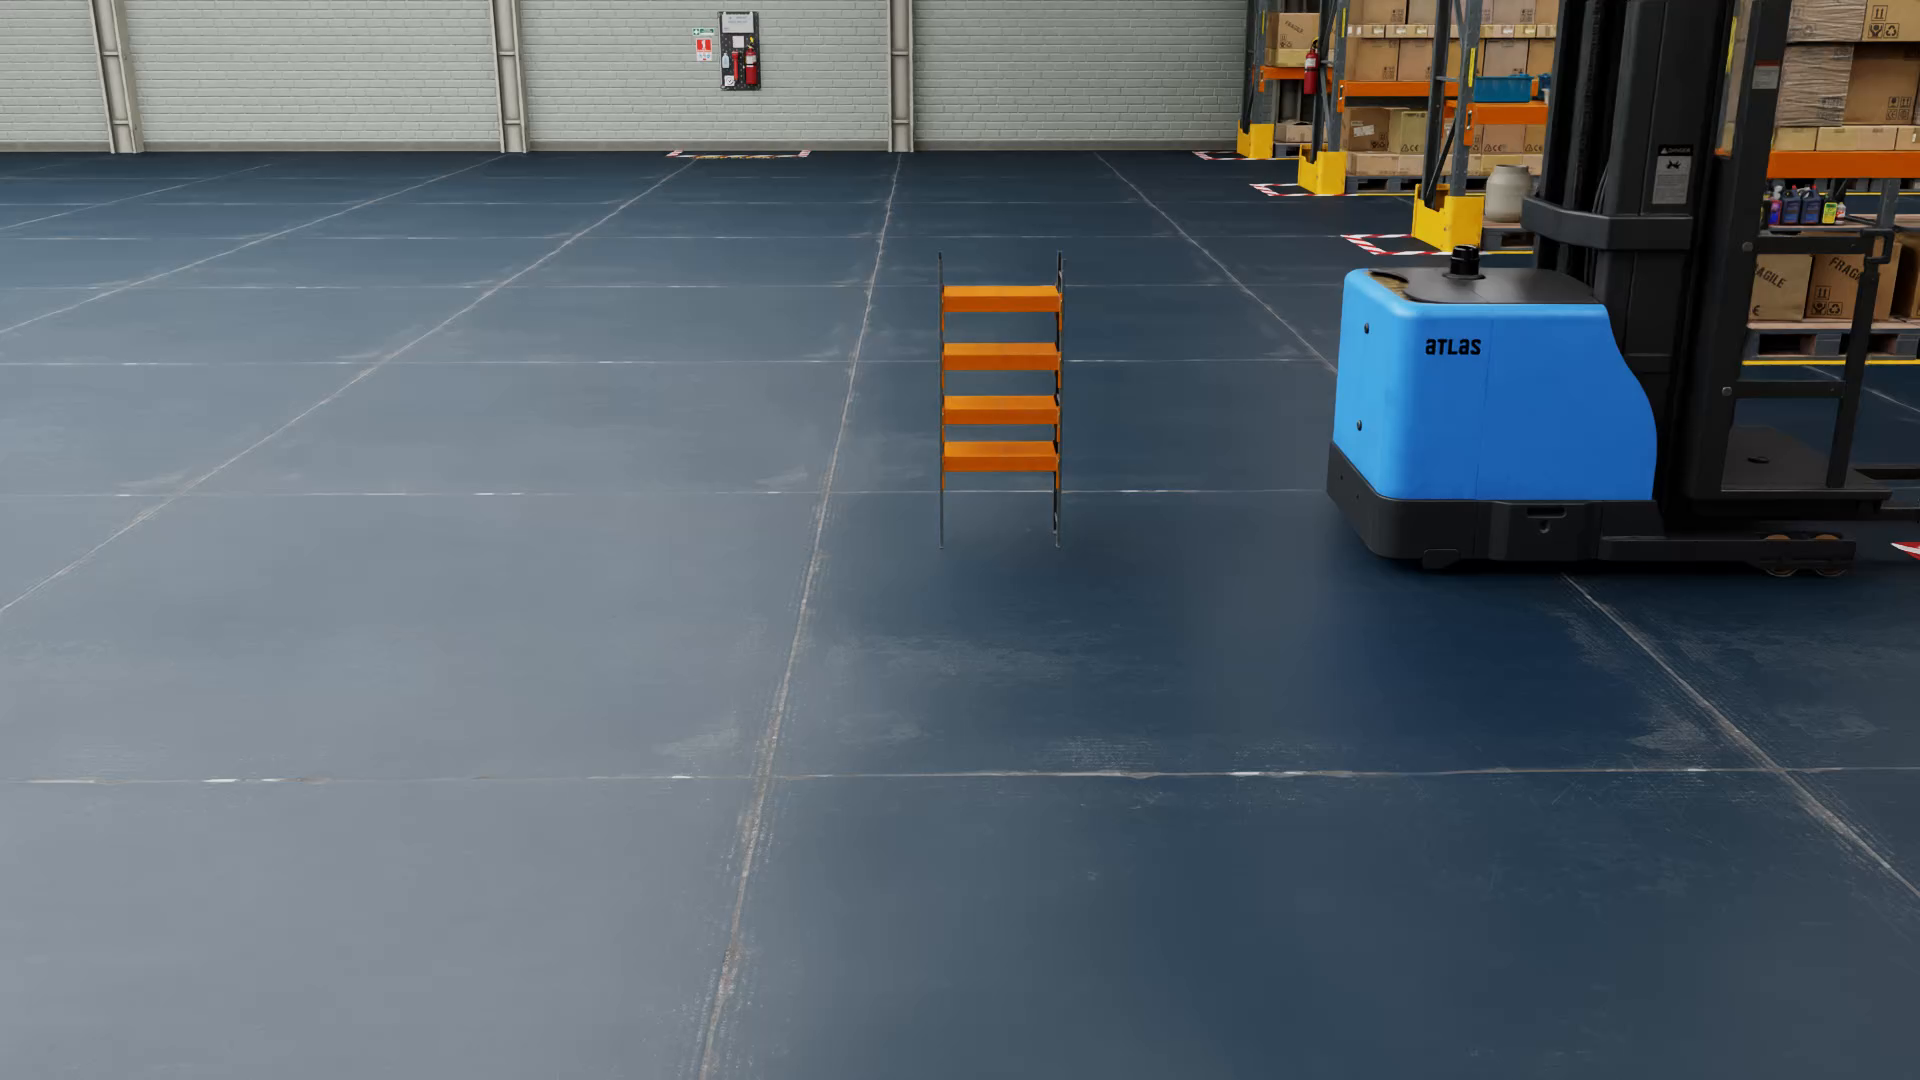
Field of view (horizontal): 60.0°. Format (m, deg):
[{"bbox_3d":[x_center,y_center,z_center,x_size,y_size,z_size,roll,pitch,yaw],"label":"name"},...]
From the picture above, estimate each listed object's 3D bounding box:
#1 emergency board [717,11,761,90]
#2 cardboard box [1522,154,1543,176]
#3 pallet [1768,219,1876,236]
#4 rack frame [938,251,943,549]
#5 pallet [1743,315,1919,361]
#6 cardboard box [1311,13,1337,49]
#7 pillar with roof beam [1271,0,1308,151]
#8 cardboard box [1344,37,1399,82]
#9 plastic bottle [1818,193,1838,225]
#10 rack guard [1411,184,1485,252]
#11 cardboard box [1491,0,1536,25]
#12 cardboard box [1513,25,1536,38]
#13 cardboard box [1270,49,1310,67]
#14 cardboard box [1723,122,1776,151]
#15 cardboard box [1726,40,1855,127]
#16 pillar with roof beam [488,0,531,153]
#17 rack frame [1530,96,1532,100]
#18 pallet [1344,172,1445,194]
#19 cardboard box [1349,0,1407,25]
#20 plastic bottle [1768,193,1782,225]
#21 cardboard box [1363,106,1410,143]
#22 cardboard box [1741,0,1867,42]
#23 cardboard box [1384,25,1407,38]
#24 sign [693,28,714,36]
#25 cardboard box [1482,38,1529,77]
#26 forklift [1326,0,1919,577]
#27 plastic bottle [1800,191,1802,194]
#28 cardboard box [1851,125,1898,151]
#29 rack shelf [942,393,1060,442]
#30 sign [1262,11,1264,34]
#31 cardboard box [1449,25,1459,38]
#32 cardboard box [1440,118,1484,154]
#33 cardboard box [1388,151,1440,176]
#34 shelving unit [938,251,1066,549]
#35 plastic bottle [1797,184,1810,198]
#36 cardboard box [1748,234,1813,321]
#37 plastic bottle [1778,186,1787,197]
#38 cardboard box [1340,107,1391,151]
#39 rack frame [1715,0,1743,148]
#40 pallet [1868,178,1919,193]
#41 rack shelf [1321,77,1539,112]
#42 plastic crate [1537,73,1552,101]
[{"bbox_3d":[-3.390,-7.509,25.546,0.643,1.169,0.194,0,18,-1],"label":"emergency board"},{"bbox_3d":[7.016,-4.593,20.268,0.500,0.250,0.500,0,18,-1],"label":"cardboard box"},{"bbox_3d":[7.878,-2.946,15.886,1.213,0.211,1.003,0,18,-1],"label":"pallet"},{"bbox_3d":[-0.078,-0.571,6.863,0.015,1.200,0.240,0,18,-1],"label":"rack frame"},{"bbox_3d":[5.518,-1.398,11.061,1.213,0.211,1.003,0,18,-1],"label":"pallet"},{"bbox_3d":[5.371,-7.476,24.427,0.500,0.500,0.500,0,18,-1],"label":"cardboard box"},{"bbox_3d":[5.148,-9.080,20.622,0.400,9.000,9.100,0,18,-1],"label":"pillar with roof beam"},{"bbox_3d":[4.943,-5.804,20.066,0.500,0.500,0.700,0,18,-1],"label":"cardboard box"},{"bbox_3d":[8.074,-3.078,15.457,0.133,0.283,0.061,1,18,2],"label":"plastic bottle"},{"bbox_3d":[4.626,-3.070,15.798,0.348,0.500,1.175,0,18,-1],"label":"rack guard"},{"bbox_3d":[6.527,-6.431,19.898,0.500,0.500,0.700,0,18,-1],"label":"cardboard box"},{"bbox_3d":[6.672,-6.059,19.800,0.250,0.149,0.380,0,18,1],"label":"cardboard box"},{"bbox_3d":[4.887,-7.114,24.528,0.500,0.250,0.500,-1,18,-2],"label":"cardboard box"},{"bbox_3d":[4.917,-2.541,10.471,0.250,0.149,0.380,0,18,-1],"label":"cardboard box"},{"bbox_3d":[5.179,-2.916,10.576,0.500,0.500,0.875,0,18,-1],"label":"cardboard box"},{"bbox_3d":[-6.850,-9.023,20.442,0.400,9.000,9.100,0,18,-1],"label":"pillar with roof beam"},{"bbox_3d":[8.394,-7.290,24.863,0.127,3.000,1.000,0,18,-1],"label":"rack frame"},{"bbox_3d":[5.240,-4.447,20.564,1.213,0.211,1.003,0,18,-1],"label":"pallet"},{"bbox_3d":[4.996,-6.422,19.869,0.500,0.500,0.700,0,18,-1],"label":"cardboard box"},{"bbox_3d":[7.556,-3.075,15.449,0.133,0.283,0.061,1,18,3],"label":"plastic bottle"},{"bbox_3d":[6.392,-6.257,25.014,0.500,0.500,0.700,-1,18,-4],"label":"cardboard box"},{"bbox_3d":[5.183,-3.317,10.190,0.500,0.500,0.500,0,18,-1],"label":"cardboard box"},{"bbox_3d":[5.136,-6.053,19.780,0.250,0.149,0.380,-1,18,-2],"label":"cardboard box"},{"bbox_3d":[-3.940,-7.805,25.541,0.331,0.109,0.001,0,18,-1],"label":"sign"},{"bbox_3d":[6.491,-5.812,20.092,0.500,0.500,0.700,0,18,1],"label":"cardboard box"},{"bbox_3d":[3.163,-1.411,6.649,3.031,2.935,1.130,0,18,0],"label":"forklift"},{"bbox_3d":[8.224,-3.307,16.193,0.097,0.271,0.097,0,18,0],"label":"plastic bottle"},{"bbox_3d":[5.668,-2.541,10.469,0.250,0.149,0.380,0,18,-1],"label":"cardboard box"},{"bbox_3d":[0.166,-0.508,6.887,0.480,0.148,0.258,0,18,-1],"label":"rack shelf"},{"bbox_3d":[4.403,-7.518,24.154,0.005,0.325,0.100,0,18,-1],"label":"sign"},{"bbox_3d":[5.904,-6.056,19.790,0.250,0.149,0.380,-1,18,-3],"label":"cardboard box"},{"bbox_3d":[6.015,-4.950,20.153,0.500,0.500,0.500,0,18,-1],"label":"cardboard box"},{"bbox_3d":[5.516,-4.587,20.250,0.500,0.250,0.500,0,18,-1],"label":"cardboard box"},{"bbox_3d":[0.166,-0.572,6.867,0.503,1.200,0.258,0,18,-1],"label":"shelving unit"},{"bbox_3d":[7.908,-3.166,15.621,0.185,0.351,0.144,0,18,-1],"label":"plastic bottle"},{"bbox_3d":[5.253,-1.740,10.966,0.500,0.500,0.500,3,18,9],"label":"cardboard box"},{"bbox_3d":[7.904,-3.270,16.059,0.133,0.283,0.061,0,18,-1],"label":"plastic bottle"},{"bbox_3d":[5.008,-5.099,20.619,0.500,0.500,0.500,0,18,-1],"label":"cardboard box"},{"bbox_3d":[4.629,-2.733,10.655,0.127,3.000,1.000,0,18,-1],"label":"rack frame"},{"bbox_3d":[11.651,-4.477,20.658,1.213,0.211,1.003,0,18,-1],"label":"pallet"},{"bbox_3d":[6.476,-5.425,20.227,4.000,0.370,1.077,0,18,-1],"label":"rack shelf"},{"bbox_3d":[5.696,-4.270,15.690,0.408,0.251,0.499,0,18,-1],"label":"plastic crate"}]
